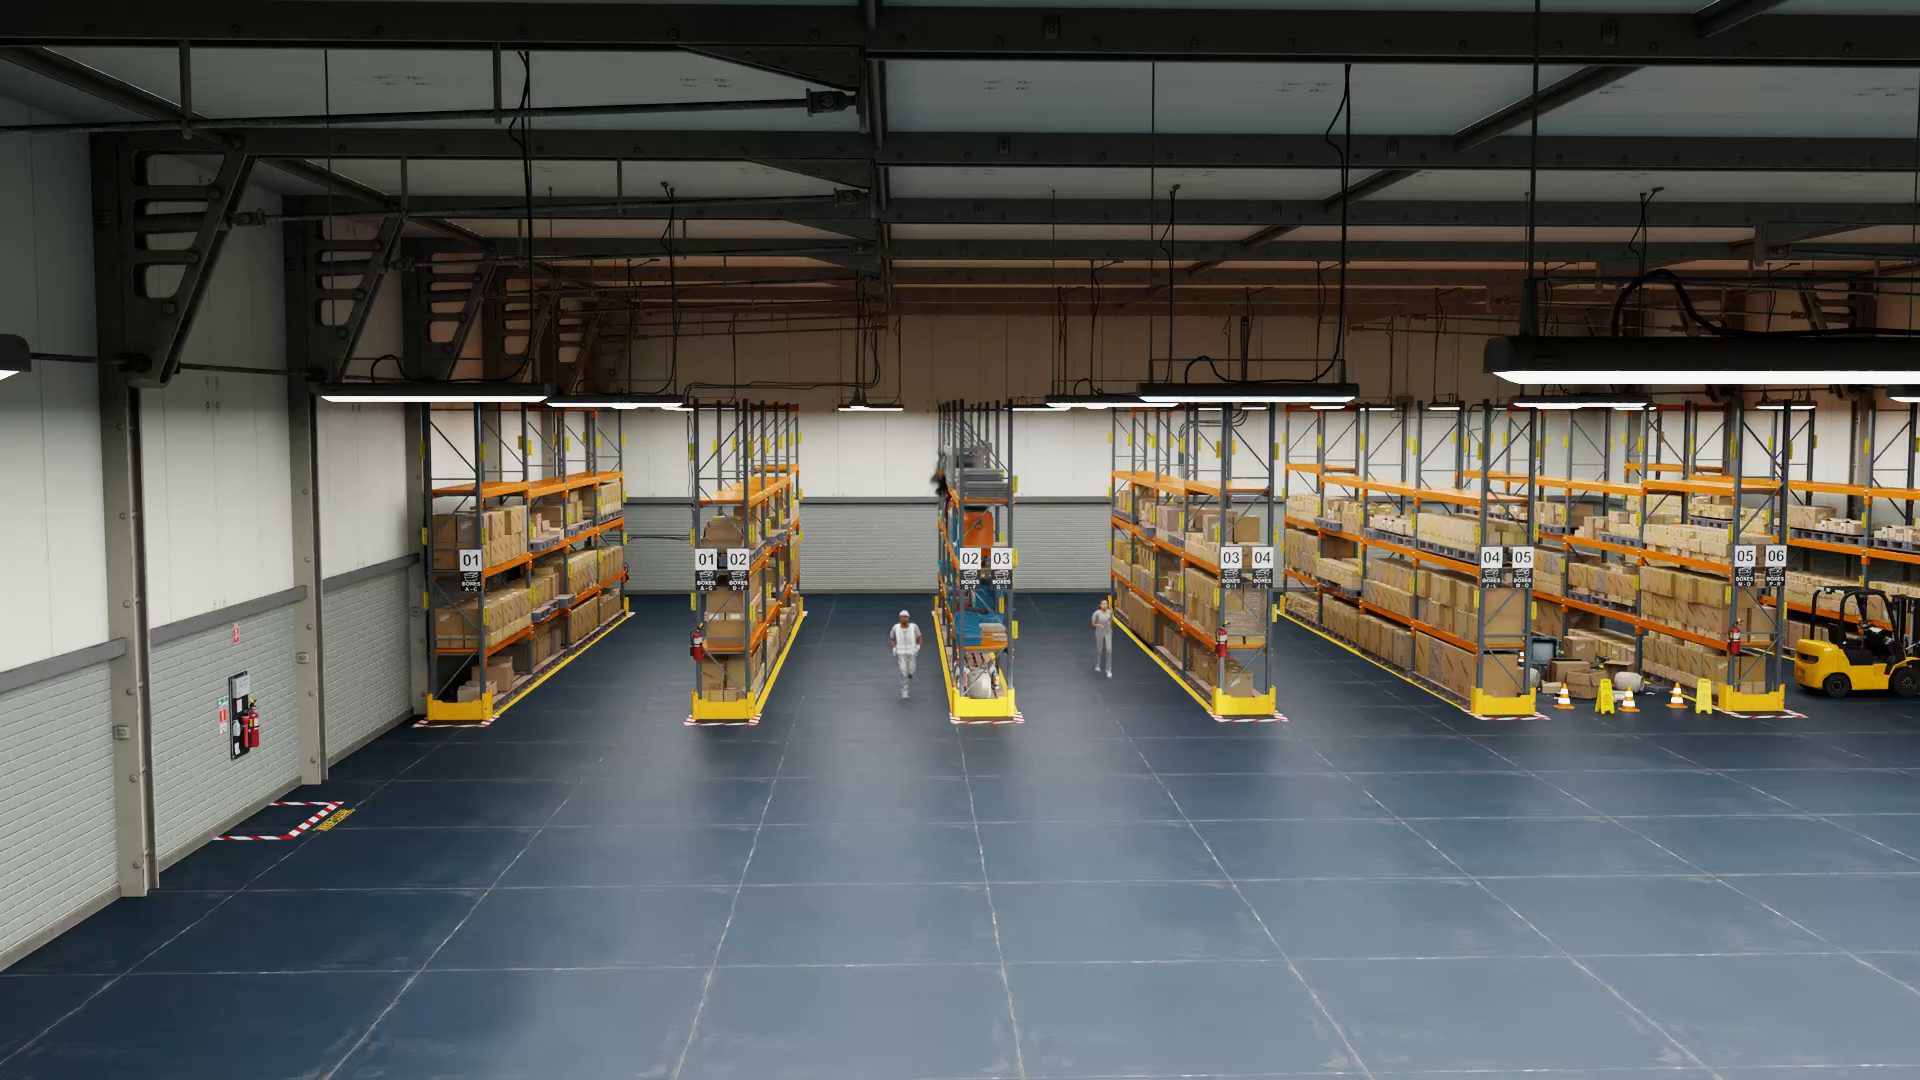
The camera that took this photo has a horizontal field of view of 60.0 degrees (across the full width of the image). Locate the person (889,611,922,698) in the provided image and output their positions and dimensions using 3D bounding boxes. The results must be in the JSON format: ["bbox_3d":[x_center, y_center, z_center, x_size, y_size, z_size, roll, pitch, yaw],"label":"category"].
[{"bbox_3d":[-1.101,2.301,33.691,0.676,1.753,0.648,0,4,-4],"label":"person"}]

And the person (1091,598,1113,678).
[{"bbox_3d":[3.119,2.128,36.453,0.518,1.667,0.887,0,4,-6],"label":"person"}]

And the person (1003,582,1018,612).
[{"bbox_3d":[1.303,1.282,48.068,0.728,1.573,0.622,-4,6,-41],"label":"person"}]
